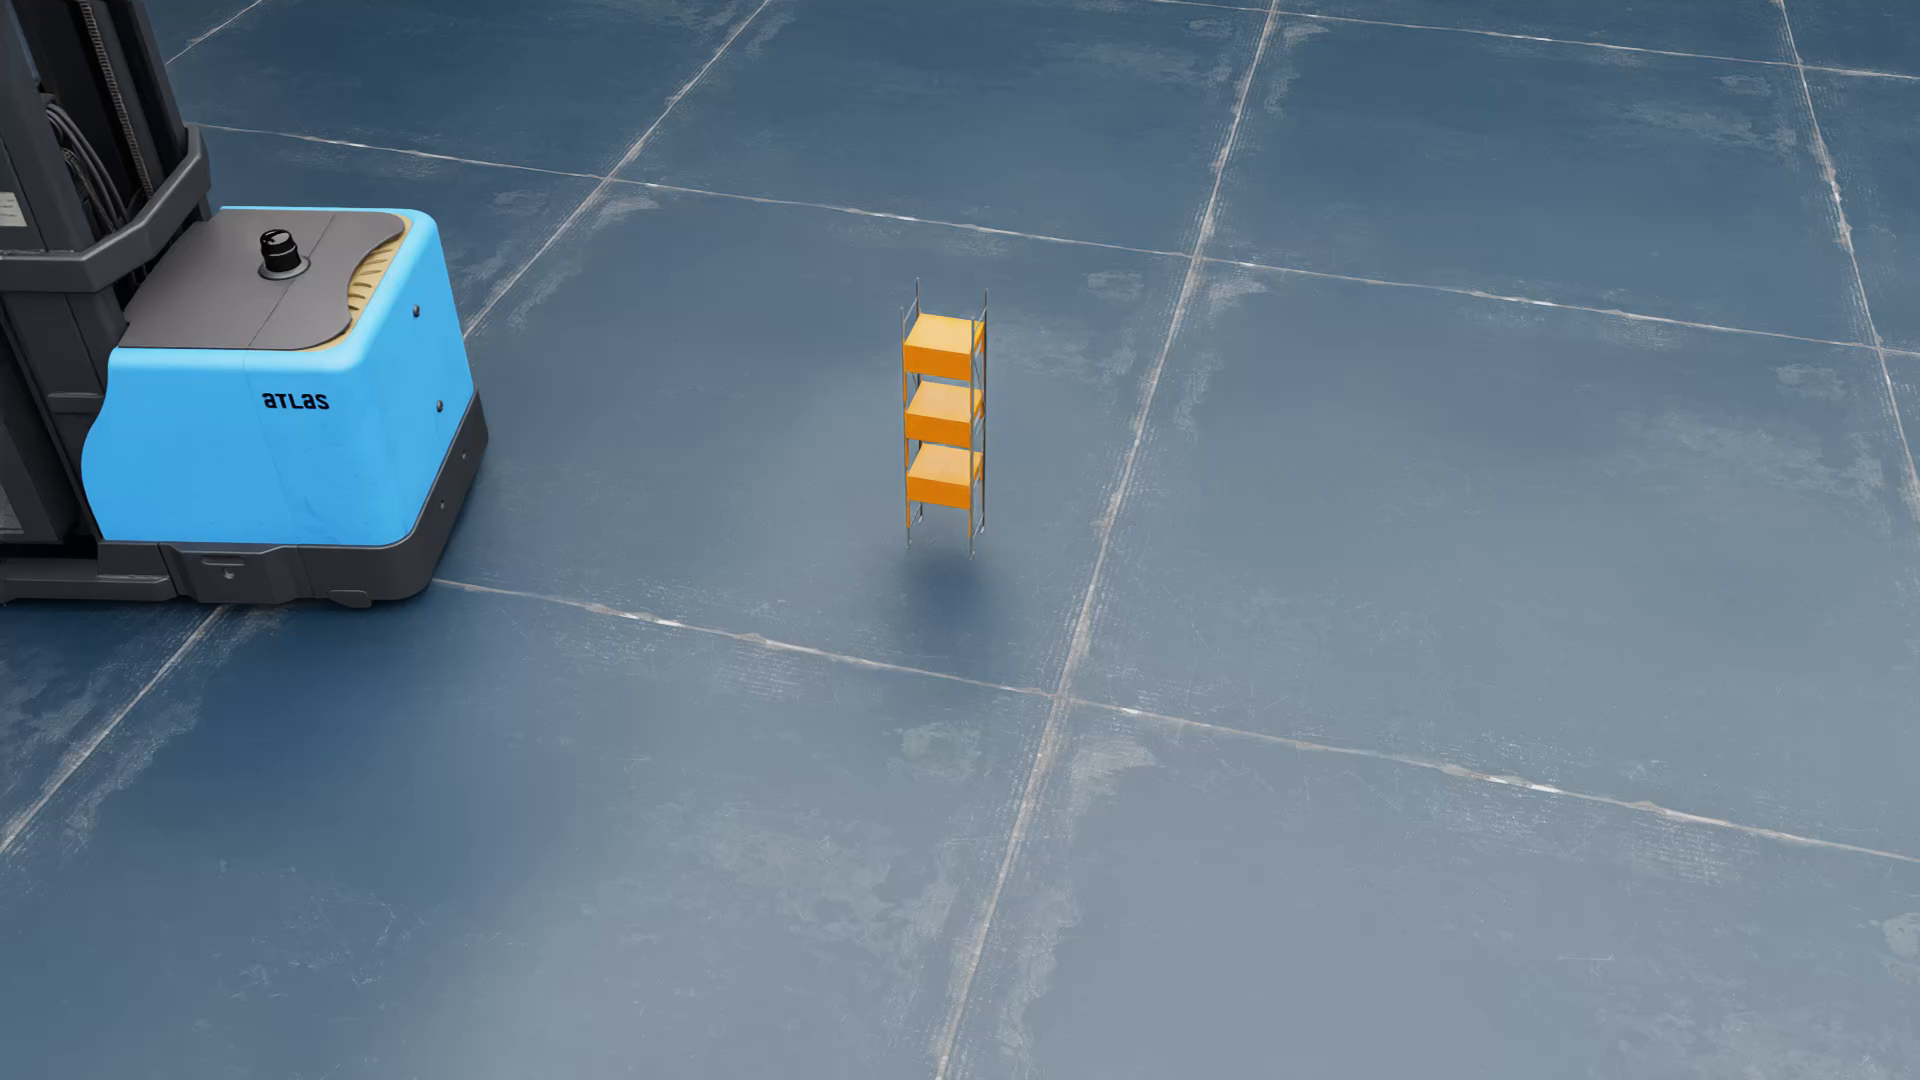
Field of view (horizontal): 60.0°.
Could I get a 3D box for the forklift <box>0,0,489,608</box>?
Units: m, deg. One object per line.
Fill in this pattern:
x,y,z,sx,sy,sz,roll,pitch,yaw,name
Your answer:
-3.402,-1.222,5.426,3.031,2.935,1.130,1,40,1,forklift

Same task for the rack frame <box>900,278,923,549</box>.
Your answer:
-0.170,-0.431,5.947,0.008,1.050,0.200,10,41,11,rack frame

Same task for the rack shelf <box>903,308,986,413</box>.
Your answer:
-0.052,-0.620,5.747,0.240,0.259,0.215,10,41,11,rack shelf

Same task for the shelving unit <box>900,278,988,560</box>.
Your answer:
-0.052,-0.411,5.923,0.252,1.050,0.215,10,41,11,shelving unit

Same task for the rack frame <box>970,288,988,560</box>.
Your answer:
0.066,-0.391,5.899,0.008,1.050,0.200,10,41,11,rack frame

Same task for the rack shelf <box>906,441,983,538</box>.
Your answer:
-0.052,-0.190,6.109,0.240,0.259,0.215,10,41,11,rack shelf

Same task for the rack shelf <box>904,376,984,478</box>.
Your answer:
-0.052,-0.403,5.930,0.240,0.259,0.215,10,41,11,rack shelf
